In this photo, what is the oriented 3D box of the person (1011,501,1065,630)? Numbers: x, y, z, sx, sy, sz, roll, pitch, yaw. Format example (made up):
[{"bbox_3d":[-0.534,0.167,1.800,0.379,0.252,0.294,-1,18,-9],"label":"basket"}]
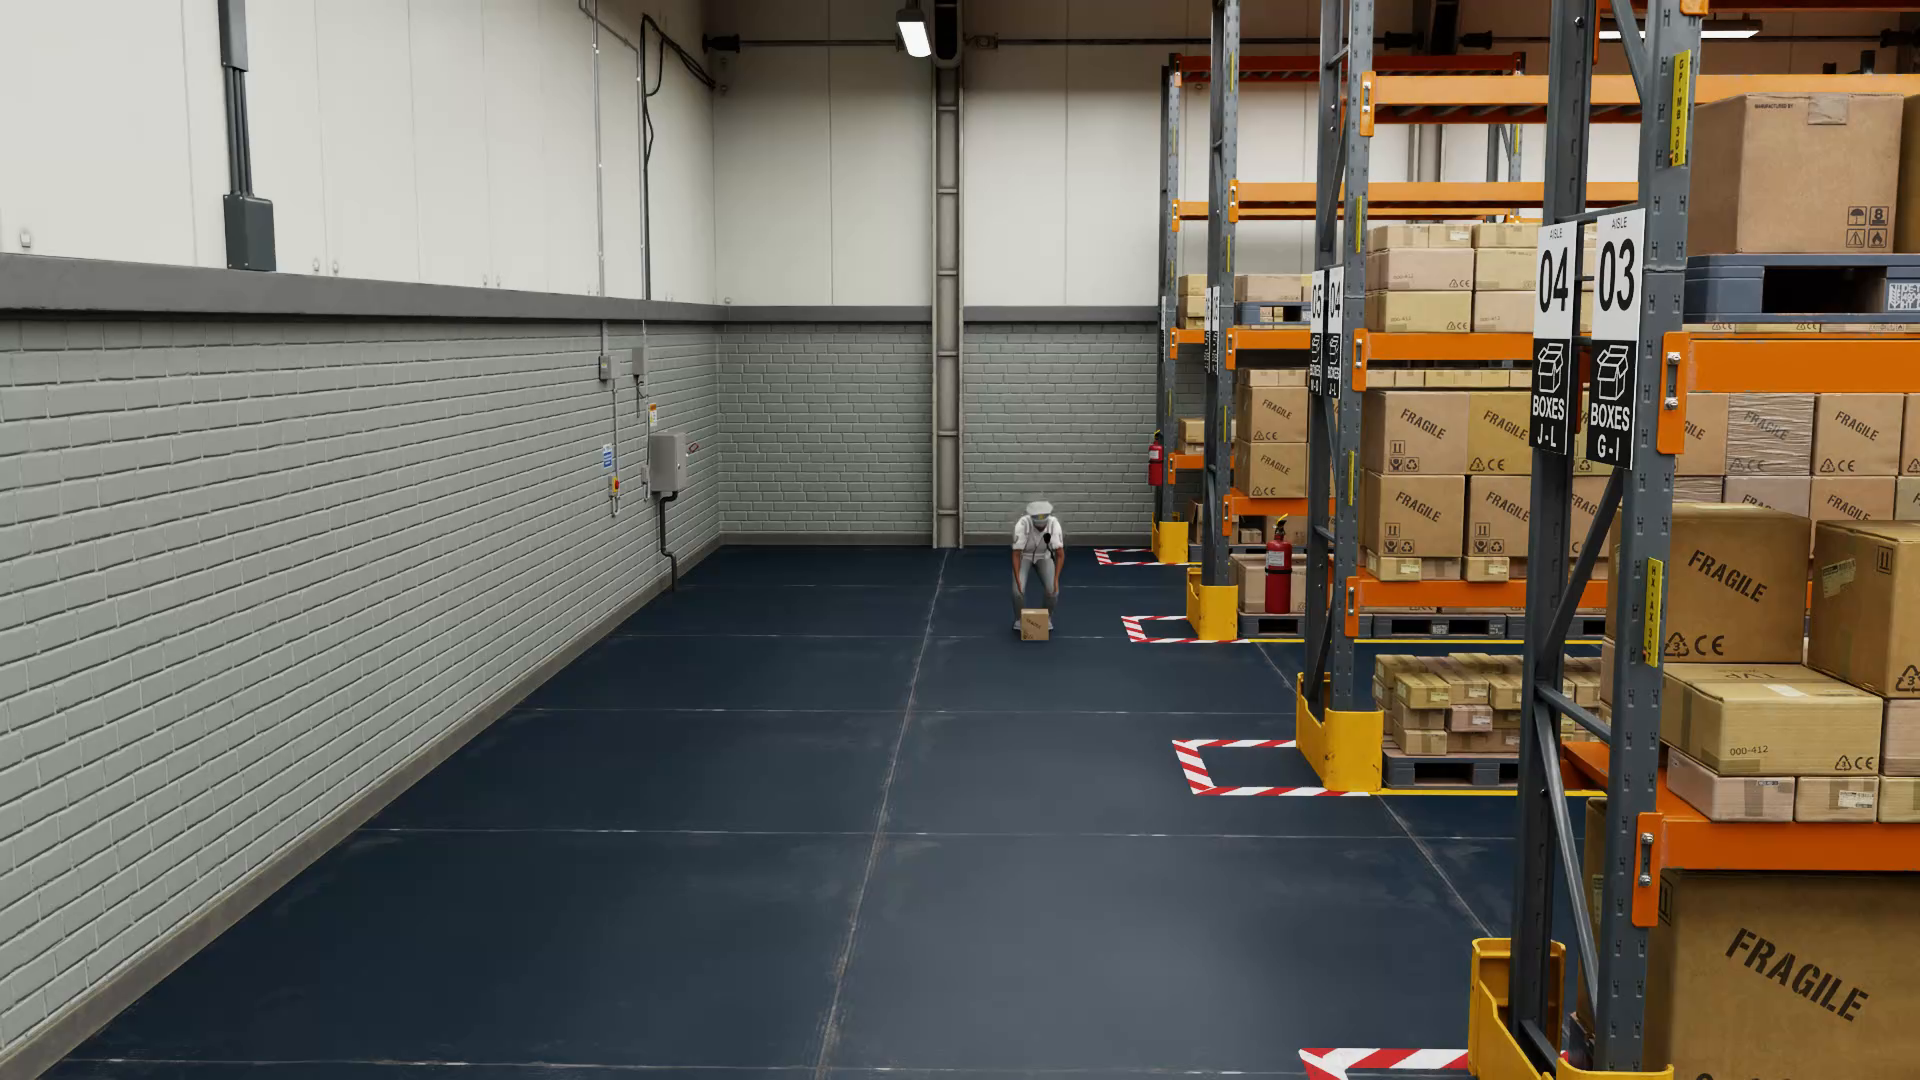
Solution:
[{"bbox_3d":[0.729,0.237,15.603,0.499,1.246,0.781,0,7,1],"label":"person"}]
